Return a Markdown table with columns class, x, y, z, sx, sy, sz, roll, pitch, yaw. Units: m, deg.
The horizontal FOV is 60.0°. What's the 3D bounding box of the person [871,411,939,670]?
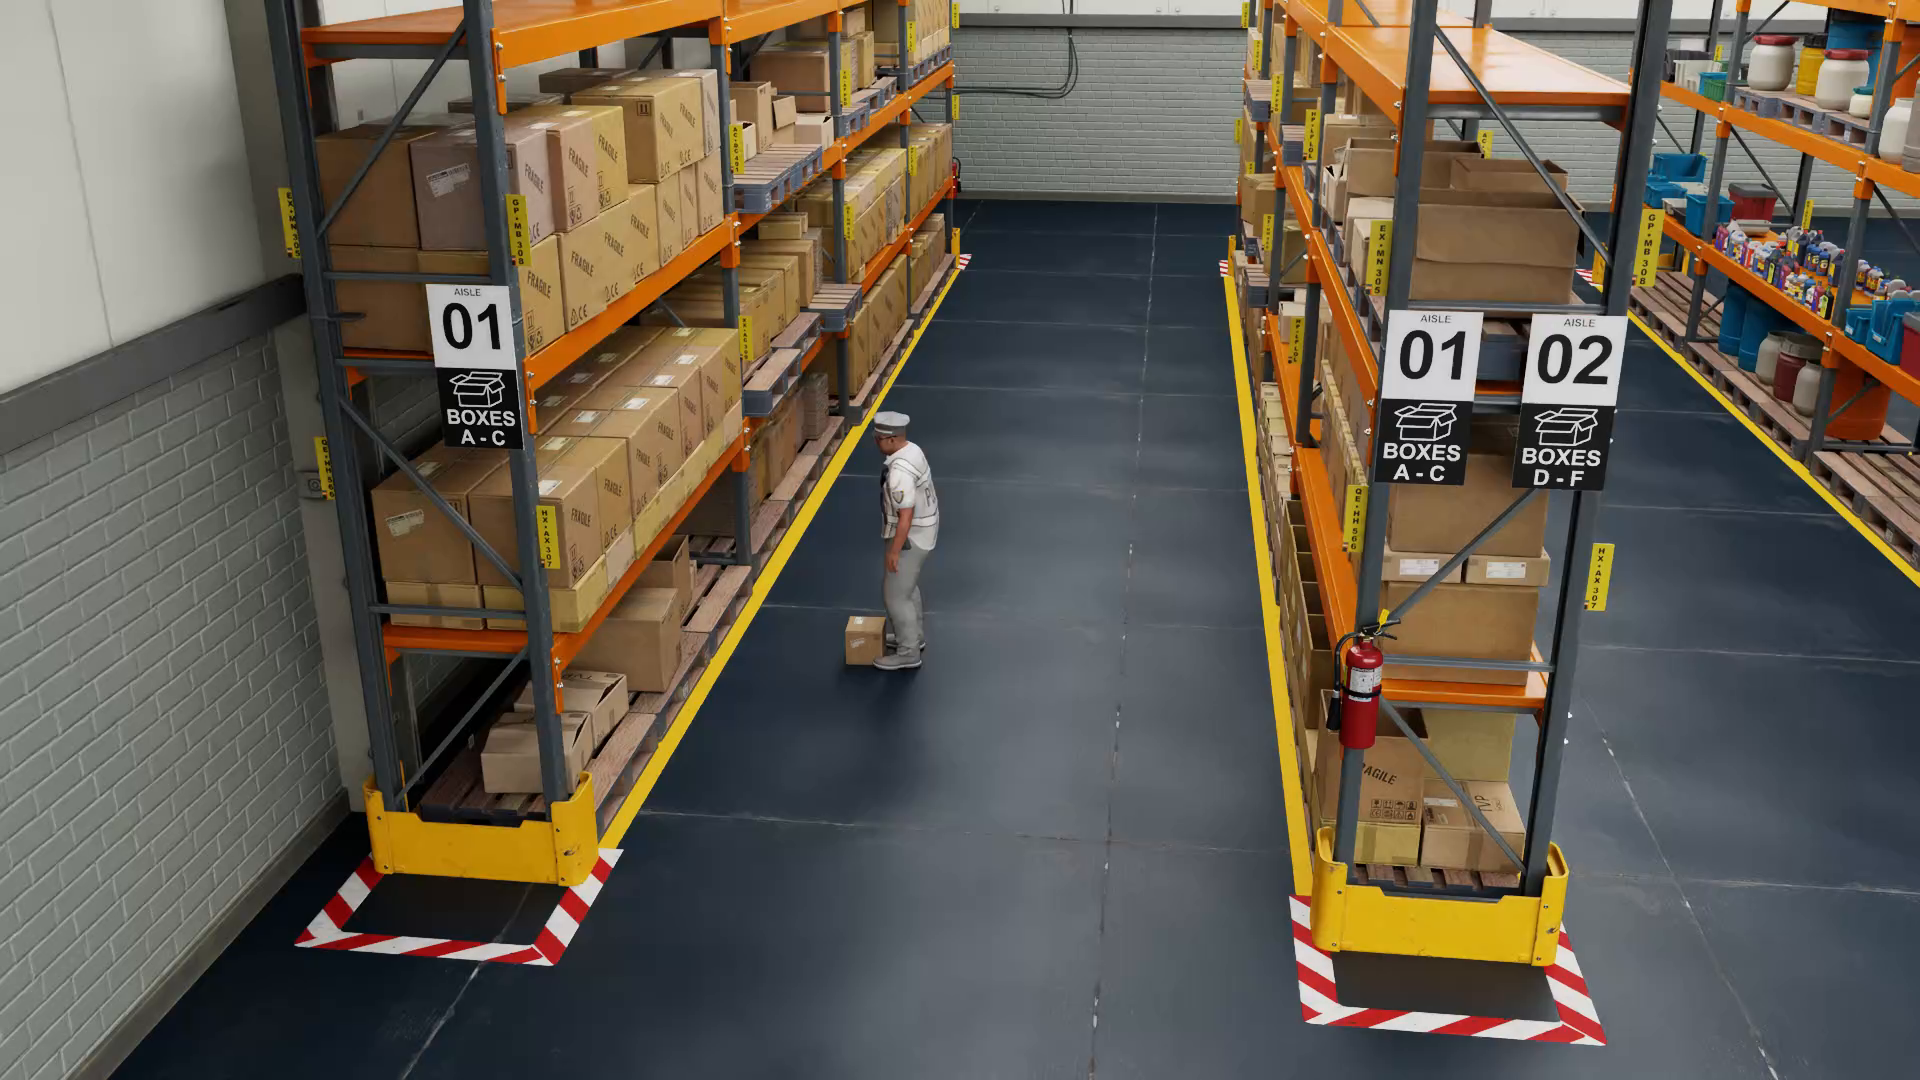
| class | x | y | z | sx | sy | sz | roll | pitch | yaw |
| --- | --- | --- | --- | --- | --- | --- | --- | --- | --- |
| person | -0.363 | -0.005 | 11.089 | 0.432 | 1.745 | 0.585 | 2 | 21 | 5 |
